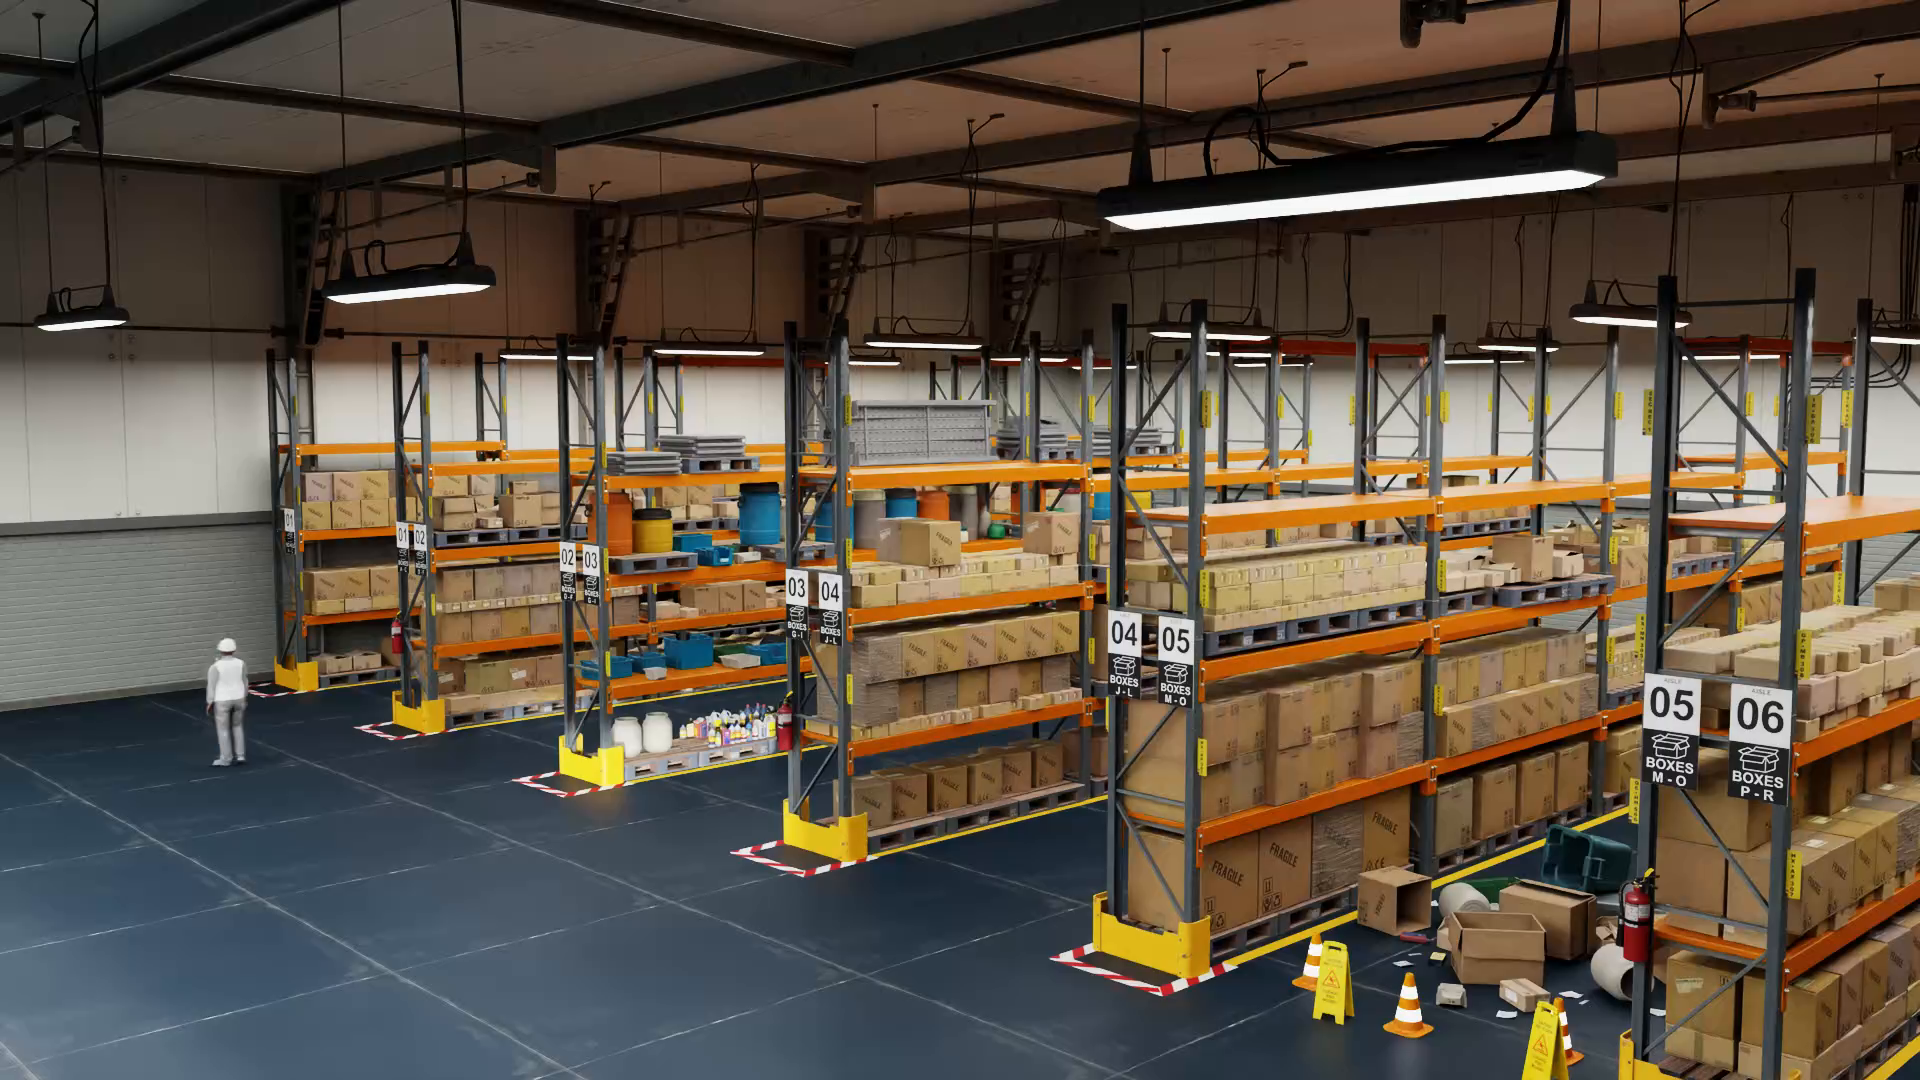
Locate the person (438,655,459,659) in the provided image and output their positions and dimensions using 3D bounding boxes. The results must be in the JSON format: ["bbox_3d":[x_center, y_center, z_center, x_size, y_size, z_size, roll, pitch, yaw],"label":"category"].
[{"bbox_3d":[-9.137,1.777,29.488,0.463,1.721,0.480,-1,5,-11],"label":"person"}]

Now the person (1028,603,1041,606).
[{"bbox_3d":[1.432,1.518,32.994,0.527,1.641,0.437,-2,5,-24],"label":"person"}]

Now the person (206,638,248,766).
[{"bbox_3d":[-10.267,2.271,23.281,0.368,1.808,0.595,4,6,37],"label":"person"}]
